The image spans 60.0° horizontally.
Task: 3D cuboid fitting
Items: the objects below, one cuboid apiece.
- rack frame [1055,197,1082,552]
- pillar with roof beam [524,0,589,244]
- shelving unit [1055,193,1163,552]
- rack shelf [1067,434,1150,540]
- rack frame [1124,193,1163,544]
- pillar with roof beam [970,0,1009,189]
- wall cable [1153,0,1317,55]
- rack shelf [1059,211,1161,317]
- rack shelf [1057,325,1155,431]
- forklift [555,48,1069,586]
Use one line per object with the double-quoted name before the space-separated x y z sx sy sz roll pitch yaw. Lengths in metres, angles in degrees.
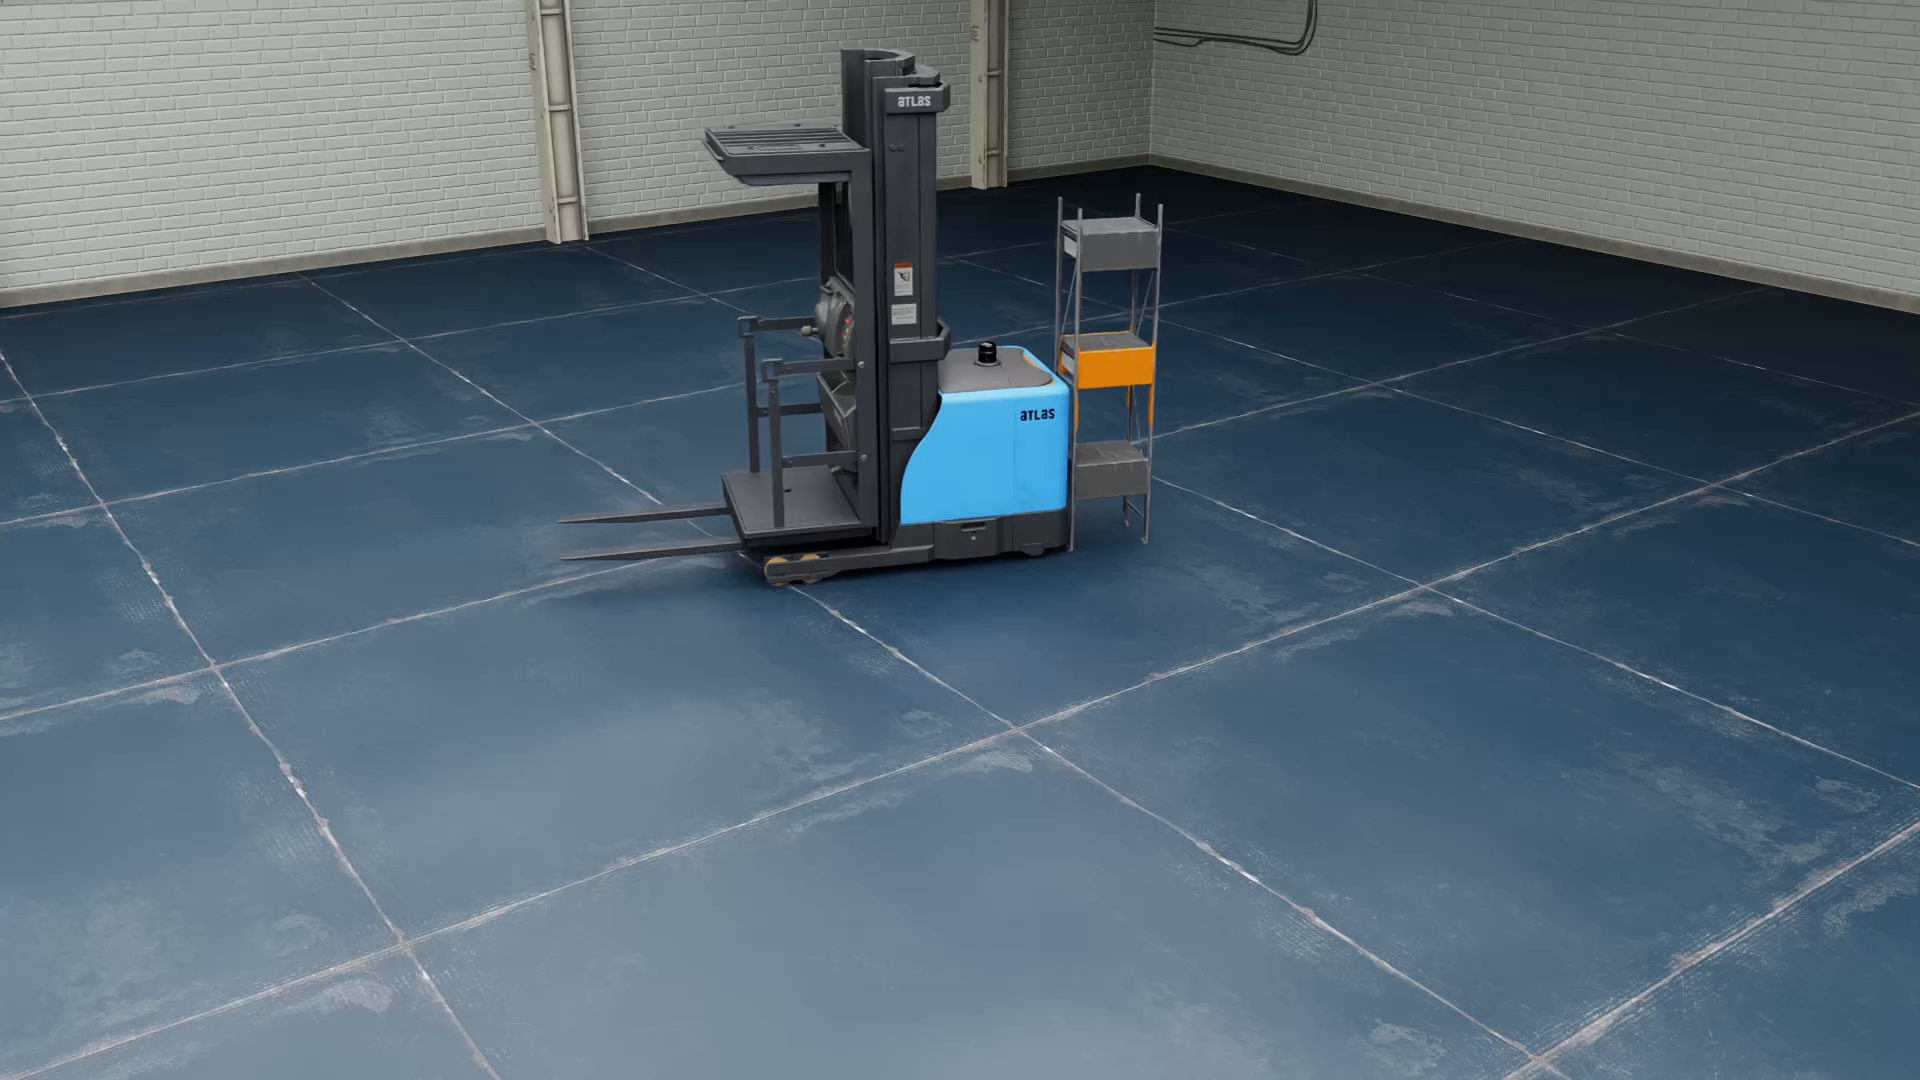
"rack frame" 0.636 -0.974 10.005 0.015 2.100 0.400 -6 22 -14
"pillar with roof beam" -1.971 -6.319 14.090 0.400 9.000 9.100 -15 26 -33
"shelving unit" 0.872 -0.997 10.062 0.503 2.100 0.431 -6 22 -14
"rack shelf" 0.872 -0.334 10.326 0.480 0.518 0.431 -6 22 -14
"rack frame" 1.109 -1.020 10.119 0.015 2.100 0.400 -6 22 -14
"pillar with roof beam" 2.900 -7.618 17.345 0.400 9.000 9.100 -15 26 -33
"wall cable" 3.549 -7.711 21.767 0.112 2.526 3.097 -15 26 -33
"rack shelf" 0.872 -1.634 9.807 0.480 0.518 0.431 -6 22 -14
"rack shelf" 0.872 -0.984 10.067 0.480 0.518 0.431 -6 22 -14
"forklift" -0.914 -1.307 9.717 3.031 2.935 1.130 -6 22 -14
